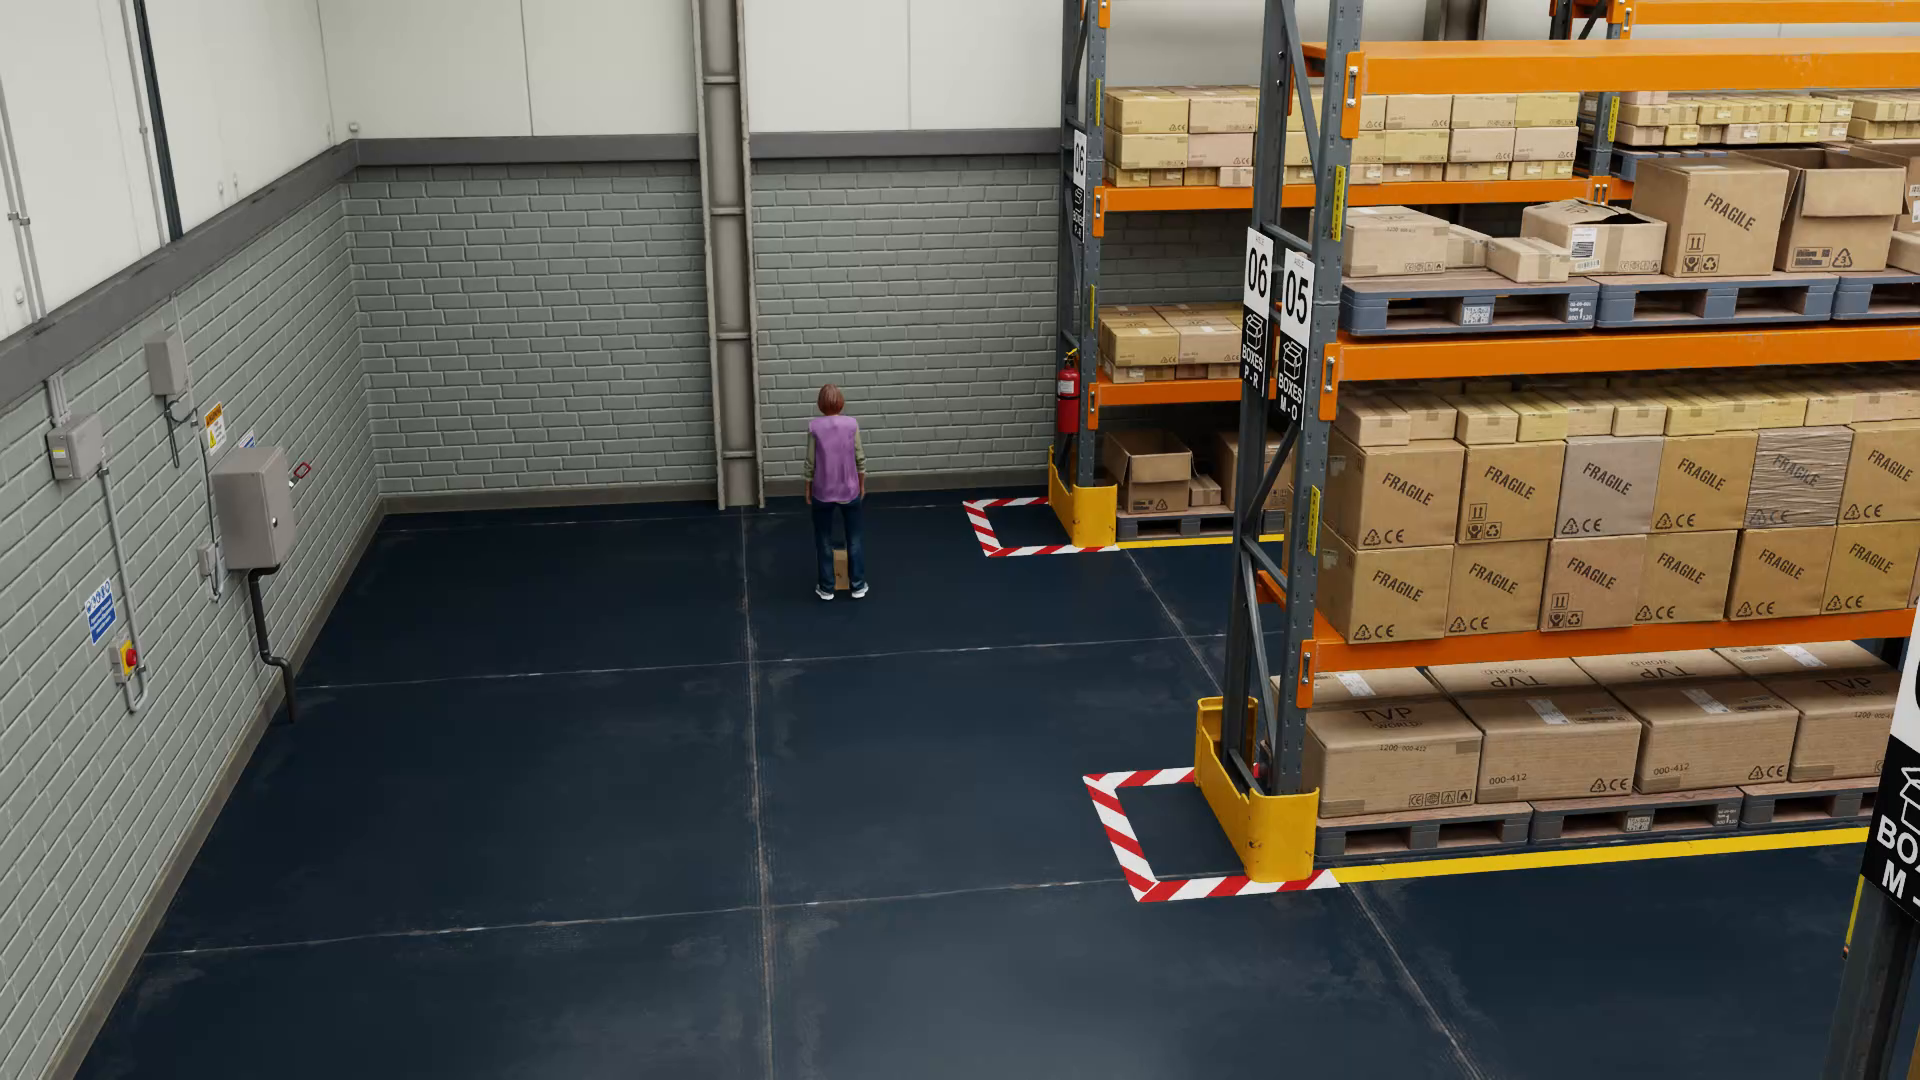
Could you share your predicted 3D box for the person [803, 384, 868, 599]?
[{"bbox_3d":[-0.895,-0.330,11.997,0.460,1.582,0.342,-4,21,-9],"label":"person"}]
